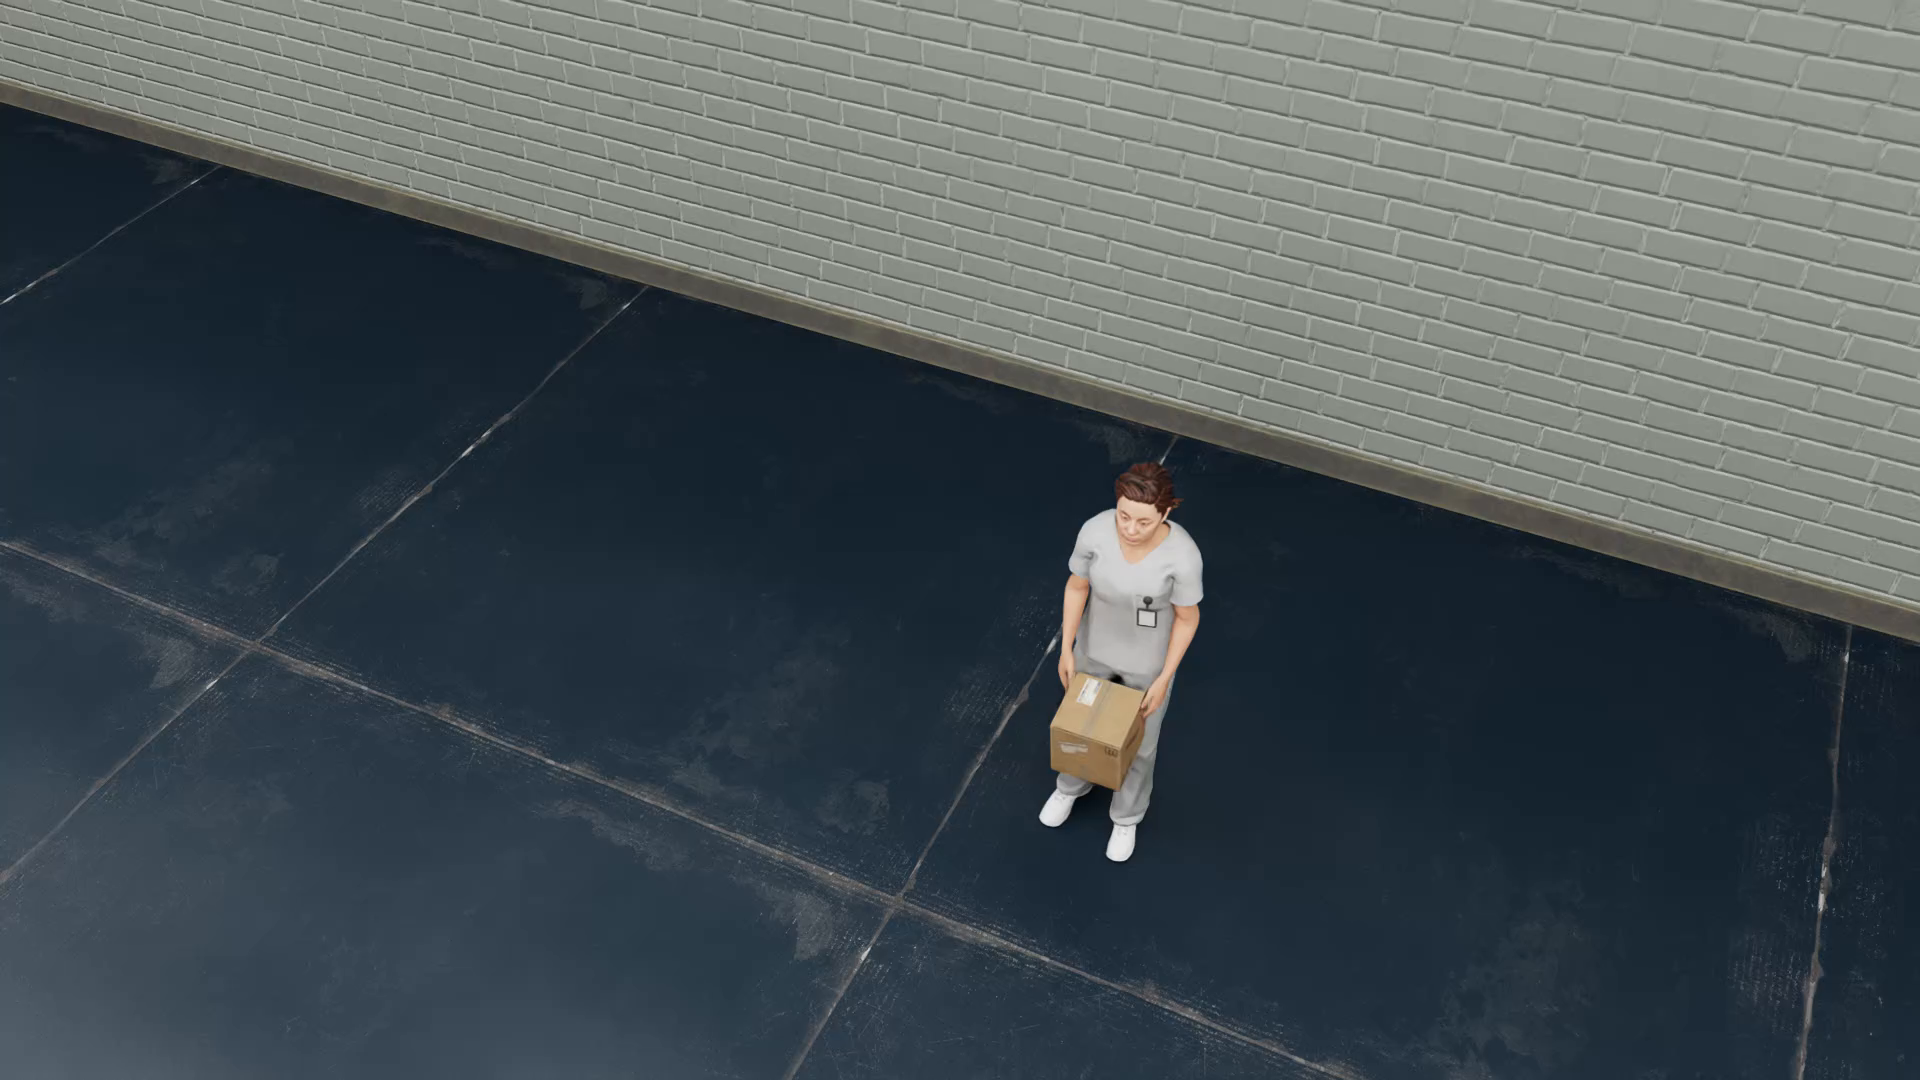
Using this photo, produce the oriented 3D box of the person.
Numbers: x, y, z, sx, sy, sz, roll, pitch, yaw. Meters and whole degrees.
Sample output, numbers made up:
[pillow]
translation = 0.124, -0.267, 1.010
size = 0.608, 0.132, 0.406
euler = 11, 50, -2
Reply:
[person]
translation = 0.556, 0.420, 5.695
size = 0.467, 1.676, 0.414
euler = 17, 45, 17
